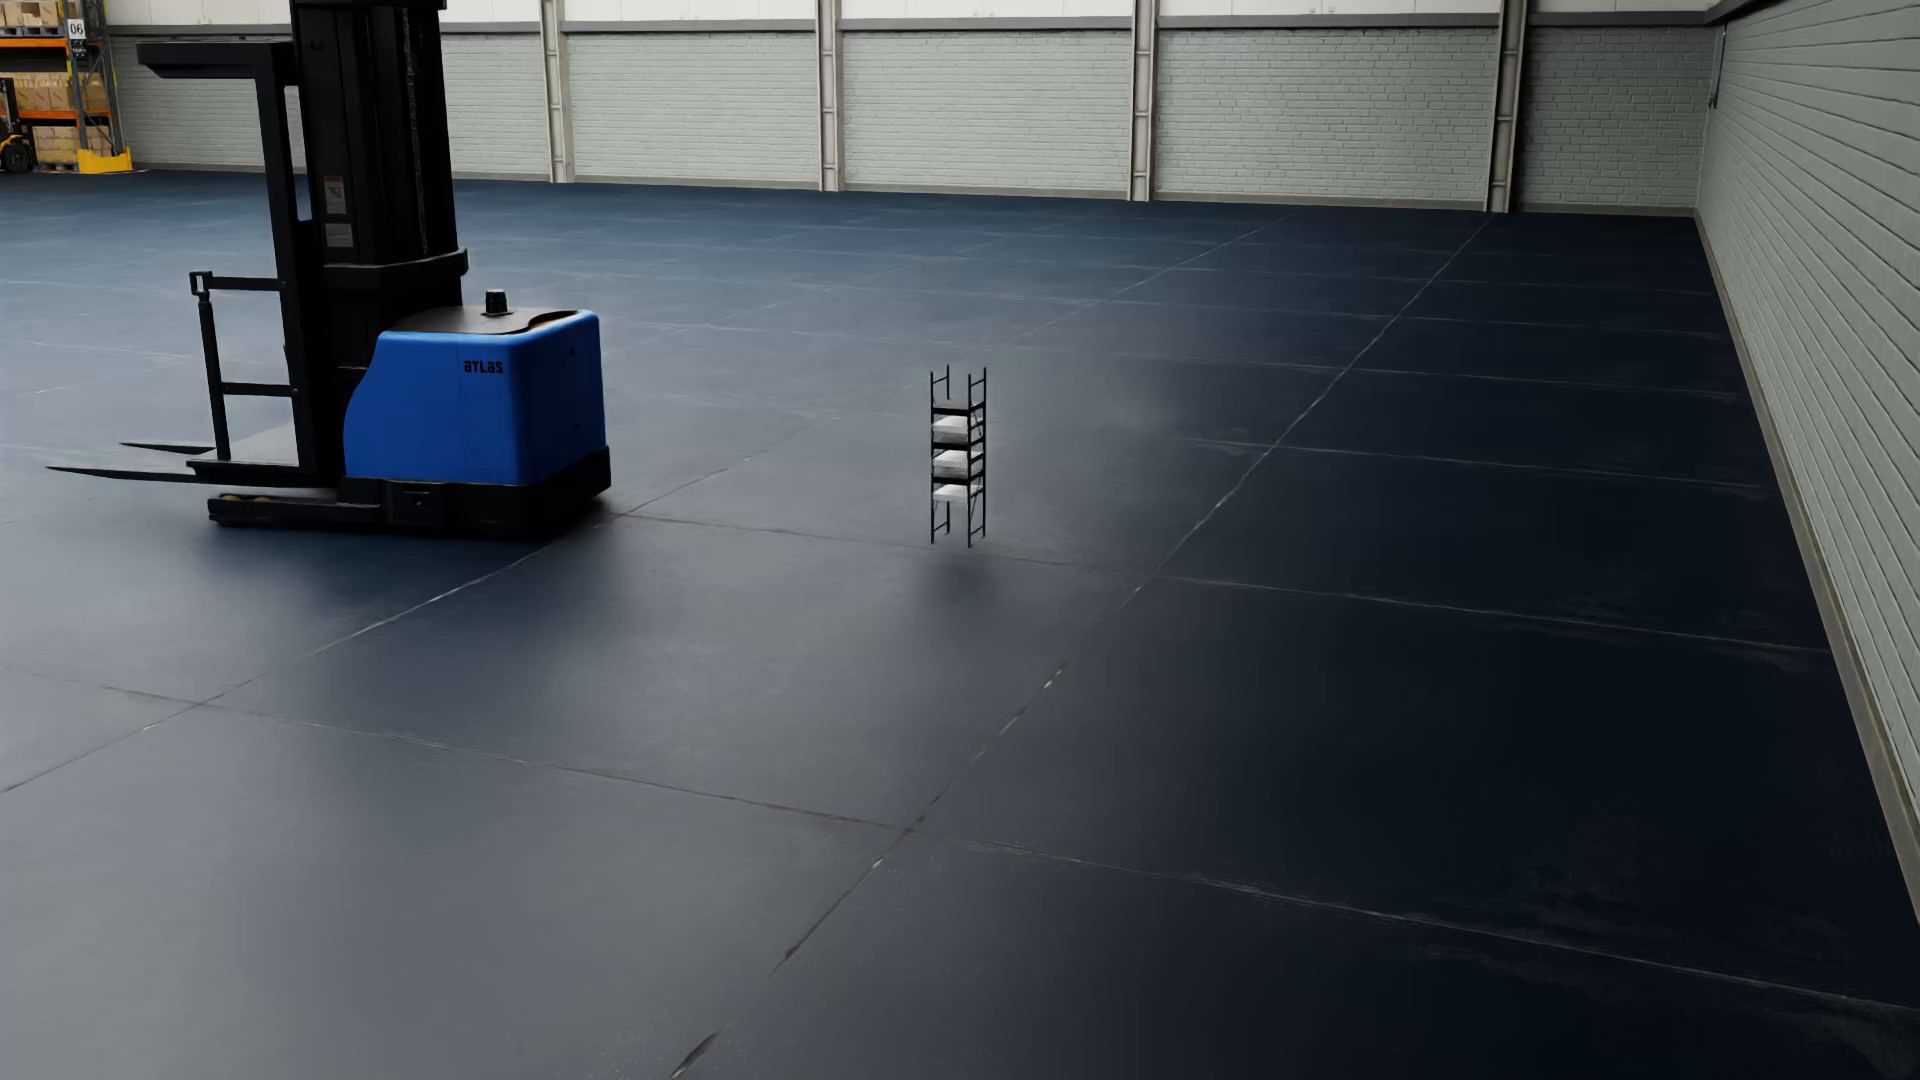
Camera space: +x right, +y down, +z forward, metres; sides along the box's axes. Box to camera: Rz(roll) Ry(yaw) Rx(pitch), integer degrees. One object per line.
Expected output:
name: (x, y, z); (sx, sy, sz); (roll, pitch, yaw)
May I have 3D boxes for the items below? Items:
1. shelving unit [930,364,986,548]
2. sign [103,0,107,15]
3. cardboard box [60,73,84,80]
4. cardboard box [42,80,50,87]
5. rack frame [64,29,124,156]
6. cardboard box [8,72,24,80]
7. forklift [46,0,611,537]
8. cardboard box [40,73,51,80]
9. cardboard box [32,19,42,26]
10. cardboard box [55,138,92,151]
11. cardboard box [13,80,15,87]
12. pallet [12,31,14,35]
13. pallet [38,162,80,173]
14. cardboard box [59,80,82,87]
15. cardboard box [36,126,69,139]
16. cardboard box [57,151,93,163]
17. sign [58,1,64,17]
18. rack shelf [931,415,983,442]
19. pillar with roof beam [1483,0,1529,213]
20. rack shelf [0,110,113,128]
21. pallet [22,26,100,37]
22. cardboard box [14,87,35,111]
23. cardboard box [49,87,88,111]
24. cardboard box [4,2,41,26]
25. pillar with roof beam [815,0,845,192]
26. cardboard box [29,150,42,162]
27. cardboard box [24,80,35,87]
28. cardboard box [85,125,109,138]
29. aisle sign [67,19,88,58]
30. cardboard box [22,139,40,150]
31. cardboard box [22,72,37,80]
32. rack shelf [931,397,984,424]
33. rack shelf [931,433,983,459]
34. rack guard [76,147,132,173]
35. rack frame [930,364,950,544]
shelving unit: (-0.008, -0.433, 8.551); (0.210, 0.900, 0.258); (6, 17, 21)
sign: (-18.628, -11.607, 36.184); (0.005, 0.325, 0.100); (6, 17, 21)
cardboard box: (-19.248, -10.050, 36.034); (0.250, 0.149, 0.380); (6, 17, 21)
cardboard box: (-19.730, -9.948, 36.219); (0.250, 0.149, 0.380); (7, 17, 22)
rack frame: (-18.837, -9.565, 36.242); (0.127, 3.000, 1.000); (6, 17, 21)
cardboard box: (-20.677, -10.205, 36.569); (0.250, 0.149, 0.380); (7, 17, 21)
forklift: (-3.557, -1.610, 8.961); (3.031, 2.935, 1.130); (3, 17, 11)
cardboard box: (-19.742, -10.087, 36.161); (0.250, 0.149, 0.380); (7, 17, 22)
cardboard box: (-19.719, -11.141, 35.807); (0.250, 0.149, 0.380); (6, 17, 19)
cardboard box: (-19.405, -8.655, 36.389); (0.500, 0.250, 0.500); (6, 17, 20)
cardboard box: (-20.664, -10.061, 36.608); (0.250, 0.149, 0.380); (6, 17, 20)
pallet: (-21.755, -11.292, 36.968); (1.213, 0.211, 1.003); (6, 17, 21)
pallet: (-19.564, -8.294, 36.863); (1.213, 0.211, 1.003); (6, 17, 21)
cardboard box: (-19.263, -9.888, 36.009); (0.250, 0.149, 0.380); (7, 17, 21)
cardboard box: (-19.857, -8.944, 36.486); (0.500, 0.250, 0.500); (7, 17, 22)
cardboard box: (-19.390, -8.413, 36.450); (0.500, 0.250, 0.500); (6, 17, 21)
sign: (-19.049, -11.254, 35.231); (0.005, 0.325, 0.100); (6, 17, 21)
rack shelf: (-0.008, -0.574, 8.510); (0.200, 0.077, 0.258); (6, 17, 21)
pillar with roof beam: (7.174, -8.566, 22.039); (0.400, 9.000, 9.100); (6, 17, 21)
rack shelf: (-20.698, -9.424, 37.047); (4.000, 0.370, 1.077); (6, 17, 21)
pallet: (-19.485, -11.042, 36.108); (1.213, 0.211, 1.003); (6, 17, 21)
cardboard box: (-20.347, -9.703, 36.538); (0.500, 0.500, 0.500); (6, 17, 20)
cardboard box: (-19.391, -9.595, 36.167); (0.500, 0.500, 0.500); (6, 17, 19)
cardboard box: (-20.254, -11.416, 36.126); (0.500, 0.500, 0.700); (6, 17, 21)
pillar with roof beam: (-3.989, -9.793, 26.267); (0.400, 9.000, 9.100); (6, 17, 21)
cardboard box: (-20.311, -8.519, 36.818); (0.500, 0.250, 0.500); (6, 17, 21)
cardboard box: (-20.222, -9.992, 36.368); (0.250, 0.149, 0.380); (6, 17, 19)
cardboard box: (-19.215, -9.025, 36.766); (0.500, 0.250, 0.500); (6, 17, 20)
aisle sign: (-18.884, -10.731, 35.594); (0.004, 0.787, 0.394); (6, 17, 21)
cardboard box: (-20.355, -8.757, 36.739); (0.500, 0.250, 0.500); (6, 17, 19)
cardboard box: (-20.229, -10.129, 36.308); (0.250, 0.149, 0.380); (7, 18, 22)
rack shelf: (-0.008, -0.660, 8.485); (0.200, 0.077, 0.258); (6, 17, 21)
rack shelf: (-0.008, -0.487, 8.535); (0.200, 0.077, 0.258); (6, 17, 21)
rack guard: (-18.815, -8.362, 36.582); (0.348, 0.500, 1.175); (6, 17, 21)
rack frame: (-0.102, -0.443, 8.587); (0.006, 0.900, 0.240); (6, 17, 21)
